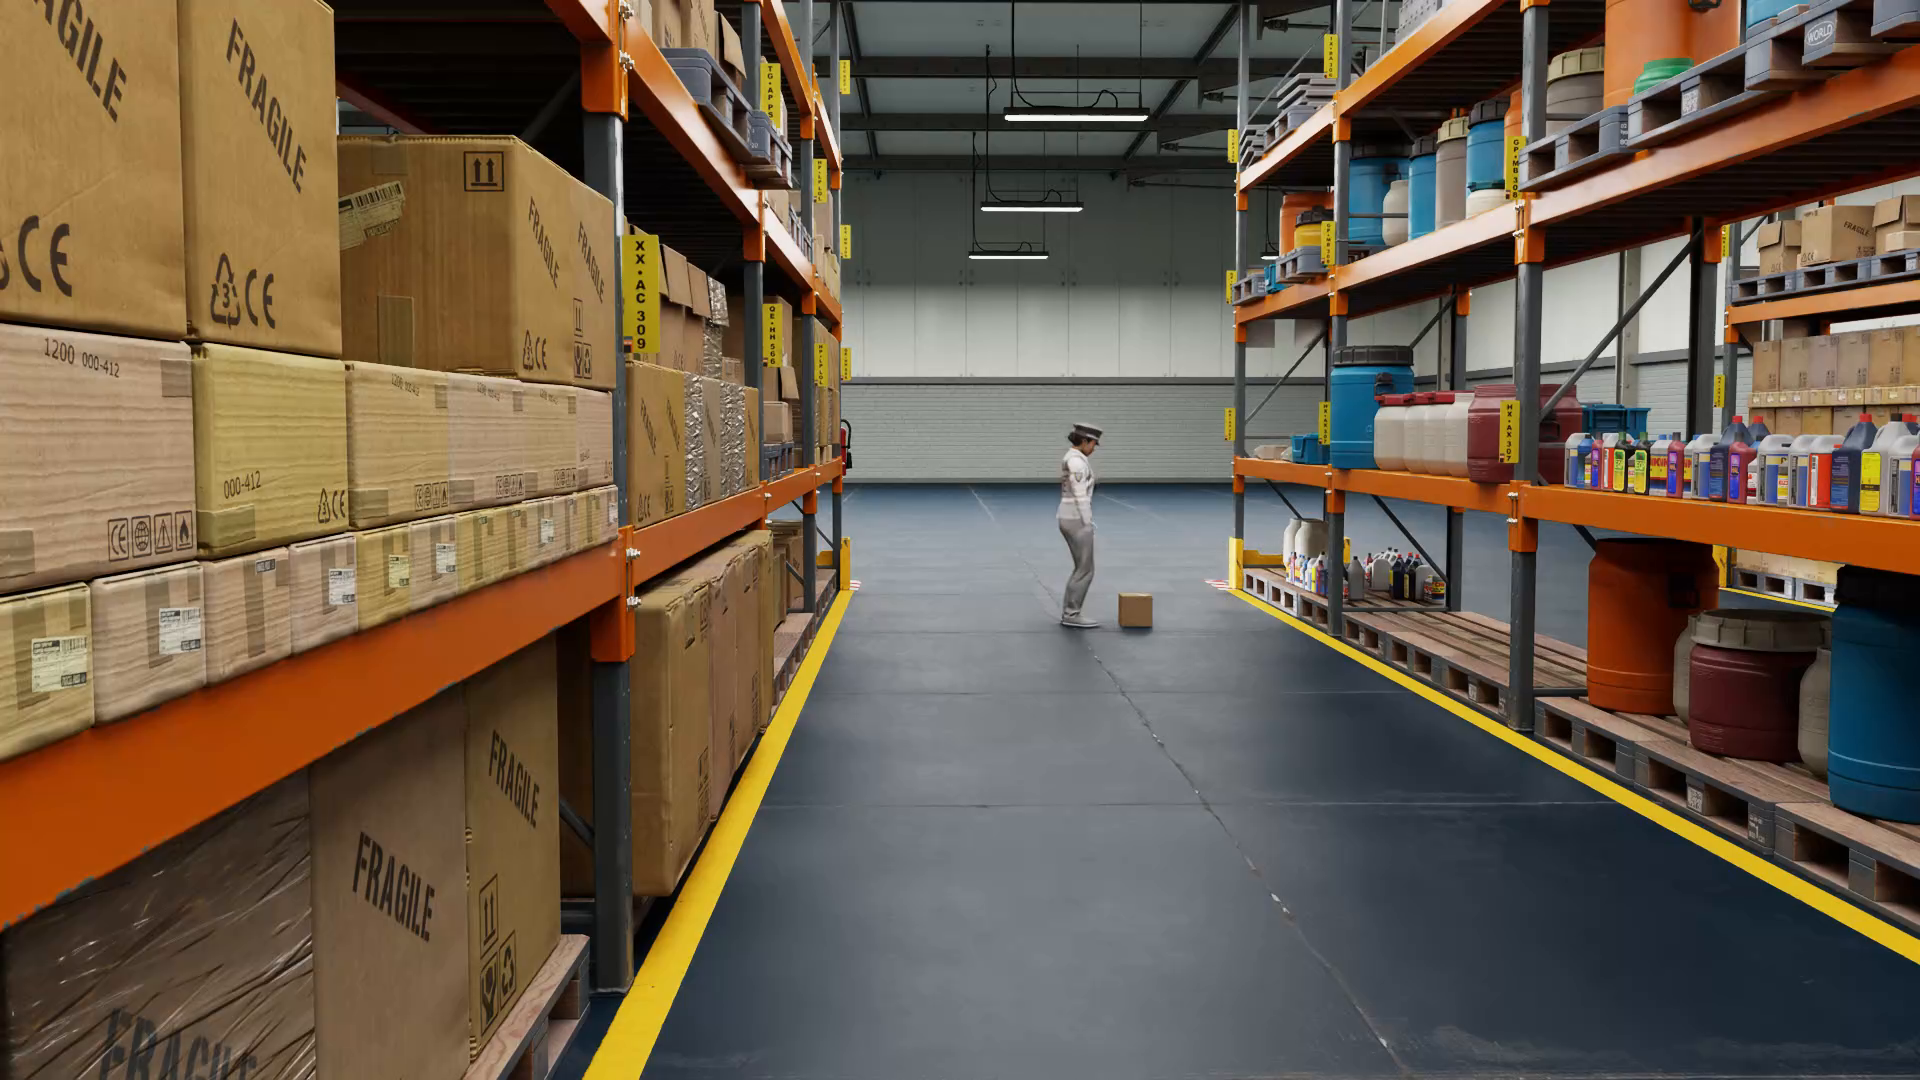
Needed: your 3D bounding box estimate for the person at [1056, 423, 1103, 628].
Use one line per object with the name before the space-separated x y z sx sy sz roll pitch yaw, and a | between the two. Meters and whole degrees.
person | 0.969 -0.118 13.504 0.381 1.643 0.485 0 4 0
